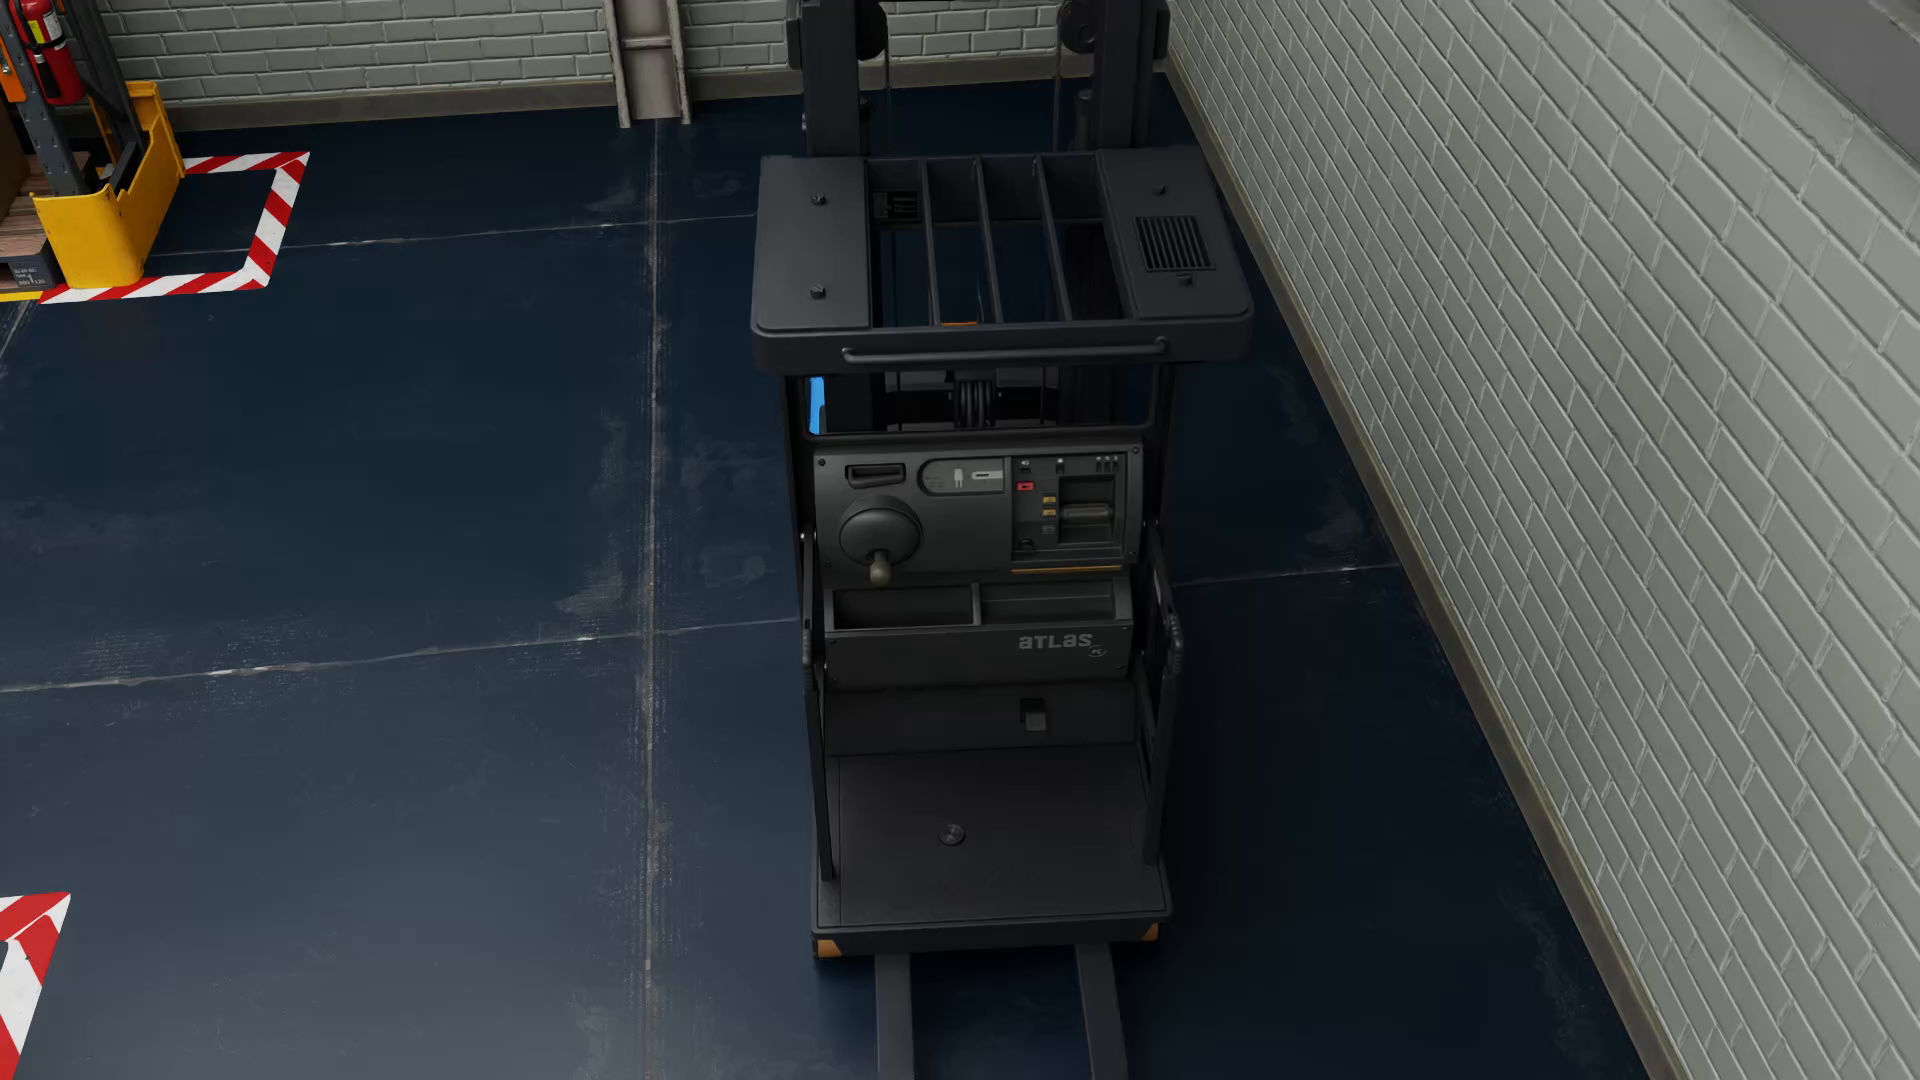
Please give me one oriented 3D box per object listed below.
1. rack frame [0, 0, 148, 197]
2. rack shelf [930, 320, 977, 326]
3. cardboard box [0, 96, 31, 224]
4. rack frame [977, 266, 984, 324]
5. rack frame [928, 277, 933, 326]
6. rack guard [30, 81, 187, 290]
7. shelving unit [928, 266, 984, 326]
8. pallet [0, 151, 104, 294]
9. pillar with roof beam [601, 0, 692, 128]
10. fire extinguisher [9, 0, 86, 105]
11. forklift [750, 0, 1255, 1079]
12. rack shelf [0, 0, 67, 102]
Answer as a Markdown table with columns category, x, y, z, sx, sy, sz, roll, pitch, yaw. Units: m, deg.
| category | x | y | z | sx | sy | sz | roll | pitch | yaw |
| --- | --- | --- | --- | --- | --- | --- | --- | --- | --- |
| rack frame | -4.288 | -2.730 | 7.537 | 0.127 | 3.000 | 1.000 | -5 | 42 | -6 |
| rack shelf | -0.016 | -0.704 | 6.162 | 0.180 | 0.103 | 0.258 | -2 | 42 | -3 |
| cardboard box | -4.969 | -1.831 | 8.093 | 0.500 | 0.500 | 0.700 | -5 | 42 | -6 |
| rack frame | 0.075 | -0.472 | 6.377 | 0.006 | 1.200 | 0.240 | -2 | 42 | -3 |
| rack frame | -0.108 | -0.465 | 6.369 | 0.006 | 1.200 | 0.240 | -2 | 42 | -3 |
| rack guard | -4.264 | -1.804 | 8.377 | 0.348 | 0.500 | 1.175 | -5 | 42 | -6 |
| shelving unit | -0.016 | -0.469 | 6.373 | 0.189 | 1.200 | 0.258 | -2 | 42 | -3 |
| pallet | -5.071 | -1.573 | 8.337 | 1.213 | 0.211 | 1.003 | -5 | 42 | -6 |
| pillar with roof beam | -1.165 | -2.908 | 3.255 | 0.400 | 9.000 | 9.100 | -5 | 42 | -6 |
| fire extinguisher | -4.078 | -2.269 | 7.363 | 0.183 | 0.674 | 0.296 | -5 | 42 | -6 |
| forklift | 0.071 | 0.002 | 4.559 | 1.130 | 2.935 | 3.031 | -2 | 42 | -3 |
| rack shelf | -6.271 | -2.289 | 7.586 | 4.000 | 0.370 | 1.077 | -5 | 42 | -6 |
